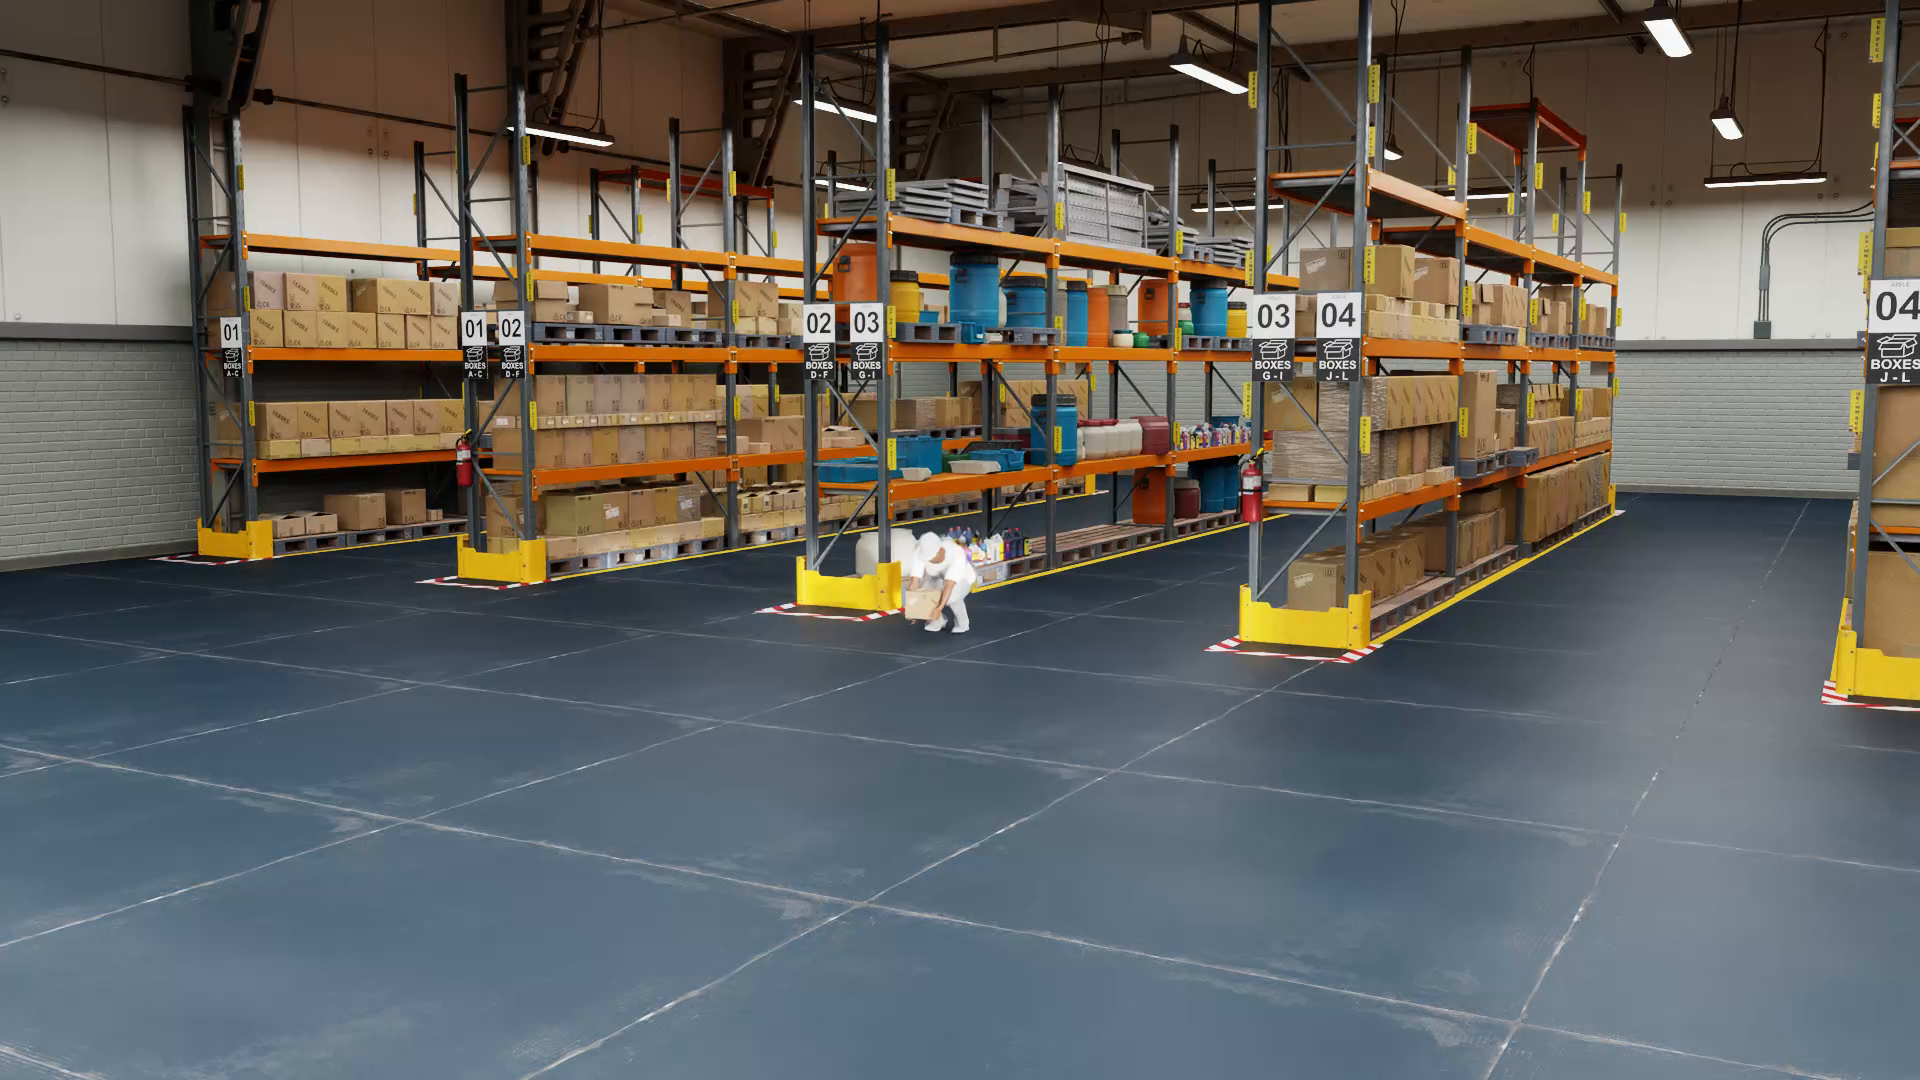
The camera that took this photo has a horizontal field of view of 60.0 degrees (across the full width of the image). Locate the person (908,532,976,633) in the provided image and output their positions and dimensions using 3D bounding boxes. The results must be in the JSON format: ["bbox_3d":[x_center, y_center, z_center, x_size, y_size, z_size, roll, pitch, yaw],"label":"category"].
[{"bbox_3d":[-0.160,0.399,15.903,0.541,1.008,0.912,3,7,27],"label":"person"}]
